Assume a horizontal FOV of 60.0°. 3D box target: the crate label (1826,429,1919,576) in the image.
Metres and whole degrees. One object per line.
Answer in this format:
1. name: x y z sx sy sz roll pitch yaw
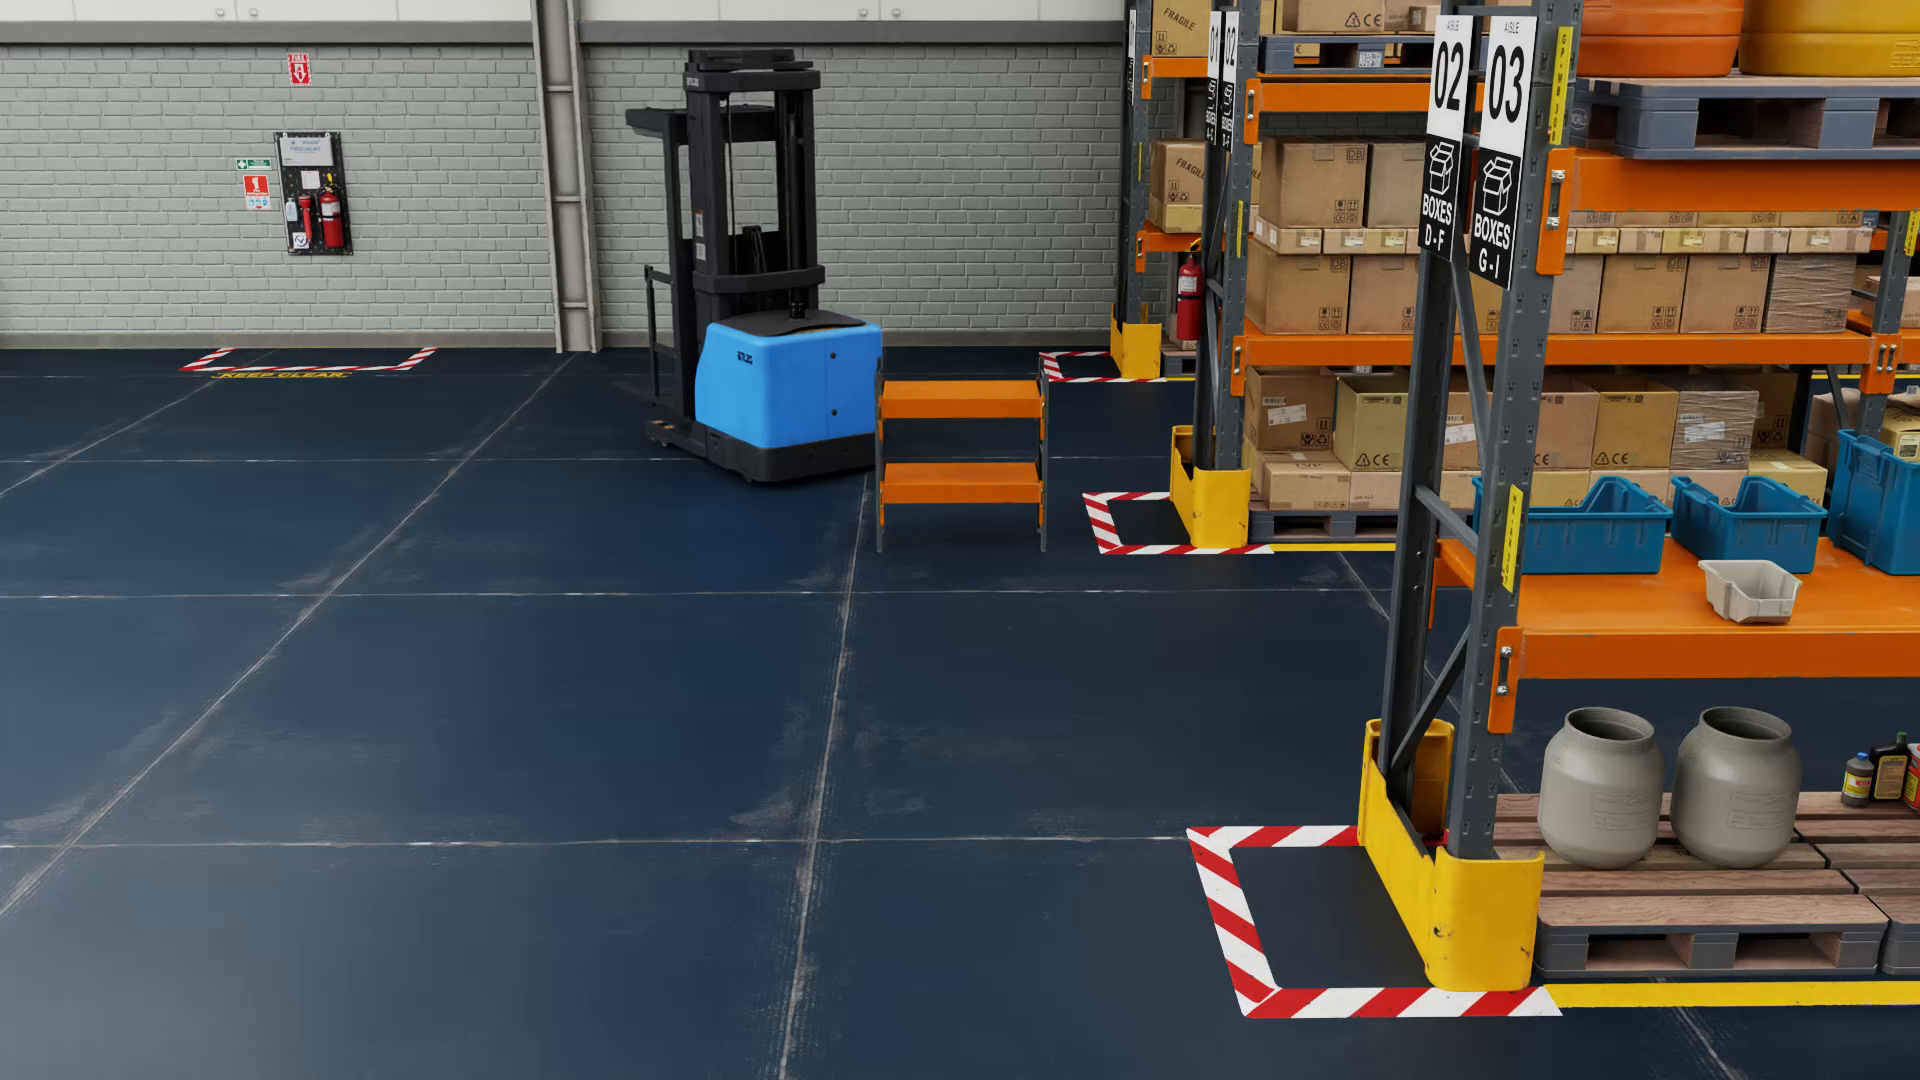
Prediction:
1. crate label: 3.556 -0.149 6.045 0.616 0.435 0.502 0 18 -1

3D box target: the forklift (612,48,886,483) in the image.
1. forklift: -1.789 -2.187 12.566 1.130 2.935 3.031 -12 21 -33

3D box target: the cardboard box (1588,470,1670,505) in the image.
1. cardboard box: 4.185 -0.389 10.662 0.500 0.250 0.500 0 18 -1

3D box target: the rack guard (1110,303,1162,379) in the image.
1. rack guard: 1.640 -1.877 15.580 0.348 0.500 1.175 0 18 -1

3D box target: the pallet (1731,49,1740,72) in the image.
1. pallet: 4.793 -2.947 10.059 1.213 0.211 1.003 0 18 -1

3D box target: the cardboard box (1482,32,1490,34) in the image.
1. cardboard box: 4.557 -4.495 14.543 0.500 0.500 0.500 -2 18 -6

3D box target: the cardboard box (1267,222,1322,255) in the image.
1. cardboard box: 2.042 -1.847 10.168 0.250 0.149 0.380 0 18 -1

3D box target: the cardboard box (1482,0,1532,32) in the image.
1. cardboard box: 3.311 -3.221 9.687 0.500 0.500 0.500 0 18 -1

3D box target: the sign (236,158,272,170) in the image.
1. sign: -6.770 -3.601 15.936 0.331 0.109 0.001 0 18 -1

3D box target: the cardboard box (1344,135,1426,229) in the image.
1. cardboard box: 2.692 -2.222 10.276 0.500 0.500 0.700 -1 18 -2

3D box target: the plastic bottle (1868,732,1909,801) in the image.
1. plastic bottle: 3.666 0.894 6.577 0.133 0.283 0.061 0 18 0

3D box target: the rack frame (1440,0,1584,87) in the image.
1. rack frame: 1.720 -2.898 4.849 0.127 3.000 1.000 0 18 -1

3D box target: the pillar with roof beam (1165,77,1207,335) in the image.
1. pillar with roof beam: 2.318 -4.876 11.016 0.400 9.000 9.100 0 18 -1

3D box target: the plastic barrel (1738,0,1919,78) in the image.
1. plastic barrel: 2.858 -1.803 5.352 0.600 0.588 0.600 0 18 0

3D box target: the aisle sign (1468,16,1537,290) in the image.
1. aisle sign: 1.653 -1.189 5.088 0.004 0.787 0.394 0 18 -1

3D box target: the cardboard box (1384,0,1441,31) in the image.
1. cardboard box: 2.793 -3.264 10.229 0.500 0.250 0.500 0 18 -1

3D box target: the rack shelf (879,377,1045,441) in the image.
1. rack shelf: 0.007 -0.814 10.286 1.000 0.278 0.538 0 18 -1

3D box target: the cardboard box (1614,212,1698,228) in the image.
1. cardboard box: 4.196 -2.229 10.299 0.500 0.500 0.700 0 18 -1

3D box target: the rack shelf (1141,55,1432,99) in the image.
1. rack shelf: 3.564 -4.162 14.879 4.000 0.370 1.077 0 18 -1

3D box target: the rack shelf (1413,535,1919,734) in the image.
1. rack shelf: 3.720 0.292 5.905 4.000 0.370 1.077 0 18 -1

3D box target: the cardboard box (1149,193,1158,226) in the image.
1. cardboard box: 2.028 -3.066 15.409 0.500 0.250 0.500 0 18 0

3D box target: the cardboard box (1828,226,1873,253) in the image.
1. cardboard box: 5.377 -1.863 10.219 0.250 0.149 0.380 0 18 -1

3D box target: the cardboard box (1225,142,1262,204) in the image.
1. cardboard box: 2.540 -3.272 14.822 0.500 0.500 0.500 0 18 -1

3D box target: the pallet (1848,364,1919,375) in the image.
1. pallet: 8.782 -1.774 15.733 1.213 0.211 1.003 0 18 -1

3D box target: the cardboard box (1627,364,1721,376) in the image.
1. cardboard box: 4.677 -0.910 11.059 0.500 0.500 0.500 0 18 -1

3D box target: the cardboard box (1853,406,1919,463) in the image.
1. cardboard box: 6.063 -0.657 10.580 0.500 0.311 0.500 0 18 -1

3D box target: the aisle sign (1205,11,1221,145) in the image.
1. aisle sign: 1.576 -2.881 10.363 0.004 0.787 0.394 0 18 -1

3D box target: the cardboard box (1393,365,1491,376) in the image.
1. cardboard box: 3.177 -0.904 11.043 0.500 0.500 0.500 0 18 -1

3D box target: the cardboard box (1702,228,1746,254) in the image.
1. cardboard box: 4.605 -1.859 10.206 0.250 0.149 0.380 0 18 -1

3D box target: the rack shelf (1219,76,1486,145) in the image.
1. rack shelf: 3.646 -2.649 10.163 4.000 0.370 1.077 0 18 -1

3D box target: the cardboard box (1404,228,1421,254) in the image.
1. cardboard box: 2.807 -1.850 10.178 0.250 0.149 0.380 -1 18 -2

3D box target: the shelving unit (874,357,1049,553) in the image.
1. shelving unit: 0.007 -0.536 10.376 1.048 1.125 0.538 0 18 -1

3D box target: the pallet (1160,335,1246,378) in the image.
1. pallet: 2.453 -1.733 15.603 1.213 0.211 1.003 0 18 -1

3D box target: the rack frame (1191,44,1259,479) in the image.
1. rack frame: 1.646 -1.554 10.481 0.127 3.000 1.000 0 18 -1

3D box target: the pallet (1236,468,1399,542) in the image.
1. pallet: 2.410 -0.243 10.958 1.213 0.211 1.003 0 18 -1

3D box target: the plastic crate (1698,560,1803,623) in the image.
1. plastic crate: 2.620 0.178 5.512 0.250 0.136 0.298 0 18 -1

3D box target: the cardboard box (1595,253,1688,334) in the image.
1. cardboard box: 4.173 -1.611 10.495 0.500 0.500 0.700 0 18 0

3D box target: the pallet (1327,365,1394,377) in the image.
1. pallet: 3.670 -1.738 15.619 1.213 0.211 1.003 0 18 -1

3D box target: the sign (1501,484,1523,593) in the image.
1. sign: 1.725 -0.005 5.199 0.005 0.325 0.100 0 18 -1

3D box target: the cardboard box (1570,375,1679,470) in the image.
1. cardboard box: 4.185 -0.750 10.560 0.500 0.500 0.500 0 18 -1

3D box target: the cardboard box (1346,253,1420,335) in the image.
1. cardboard box: 2.638 -1.604 10.473 0.500 0.500 0.700 0 18 1

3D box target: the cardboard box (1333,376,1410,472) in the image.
1. cardboard box: 2.686 -0.739 10.528 0.500 0.500 0.500 0 18 -1

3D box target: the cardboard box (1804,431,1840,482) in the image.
1. cardboard box: 6.055 -0.554 11.179 0.500 0.250 0.500 0 18 -1

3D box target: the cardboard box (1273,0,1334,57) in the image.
1. cardboard box: 2.959 -4.473 14.474 0.500 0.500 0.500 1 18 2

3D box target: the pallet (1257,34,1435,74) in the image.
1. pallet: 2.353 -2.936 10.022 1.213 0.211 1.003 0 18 -1

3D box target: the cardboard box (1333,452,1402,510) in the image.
1. cardboard box: 2.686 -0.383 10.644 0.500 0.250 0.500 0 18 -1

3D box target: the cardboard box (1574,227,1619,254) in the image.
1. cardboard box: 3.842 -1.855 10.194 0.250 0.149 0.380 0 18 1

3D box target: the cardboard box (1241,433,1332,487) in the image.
1. cardboard box: 2.177 -0.537 11.126 0.500 0.250 0.500 0 18 -1
